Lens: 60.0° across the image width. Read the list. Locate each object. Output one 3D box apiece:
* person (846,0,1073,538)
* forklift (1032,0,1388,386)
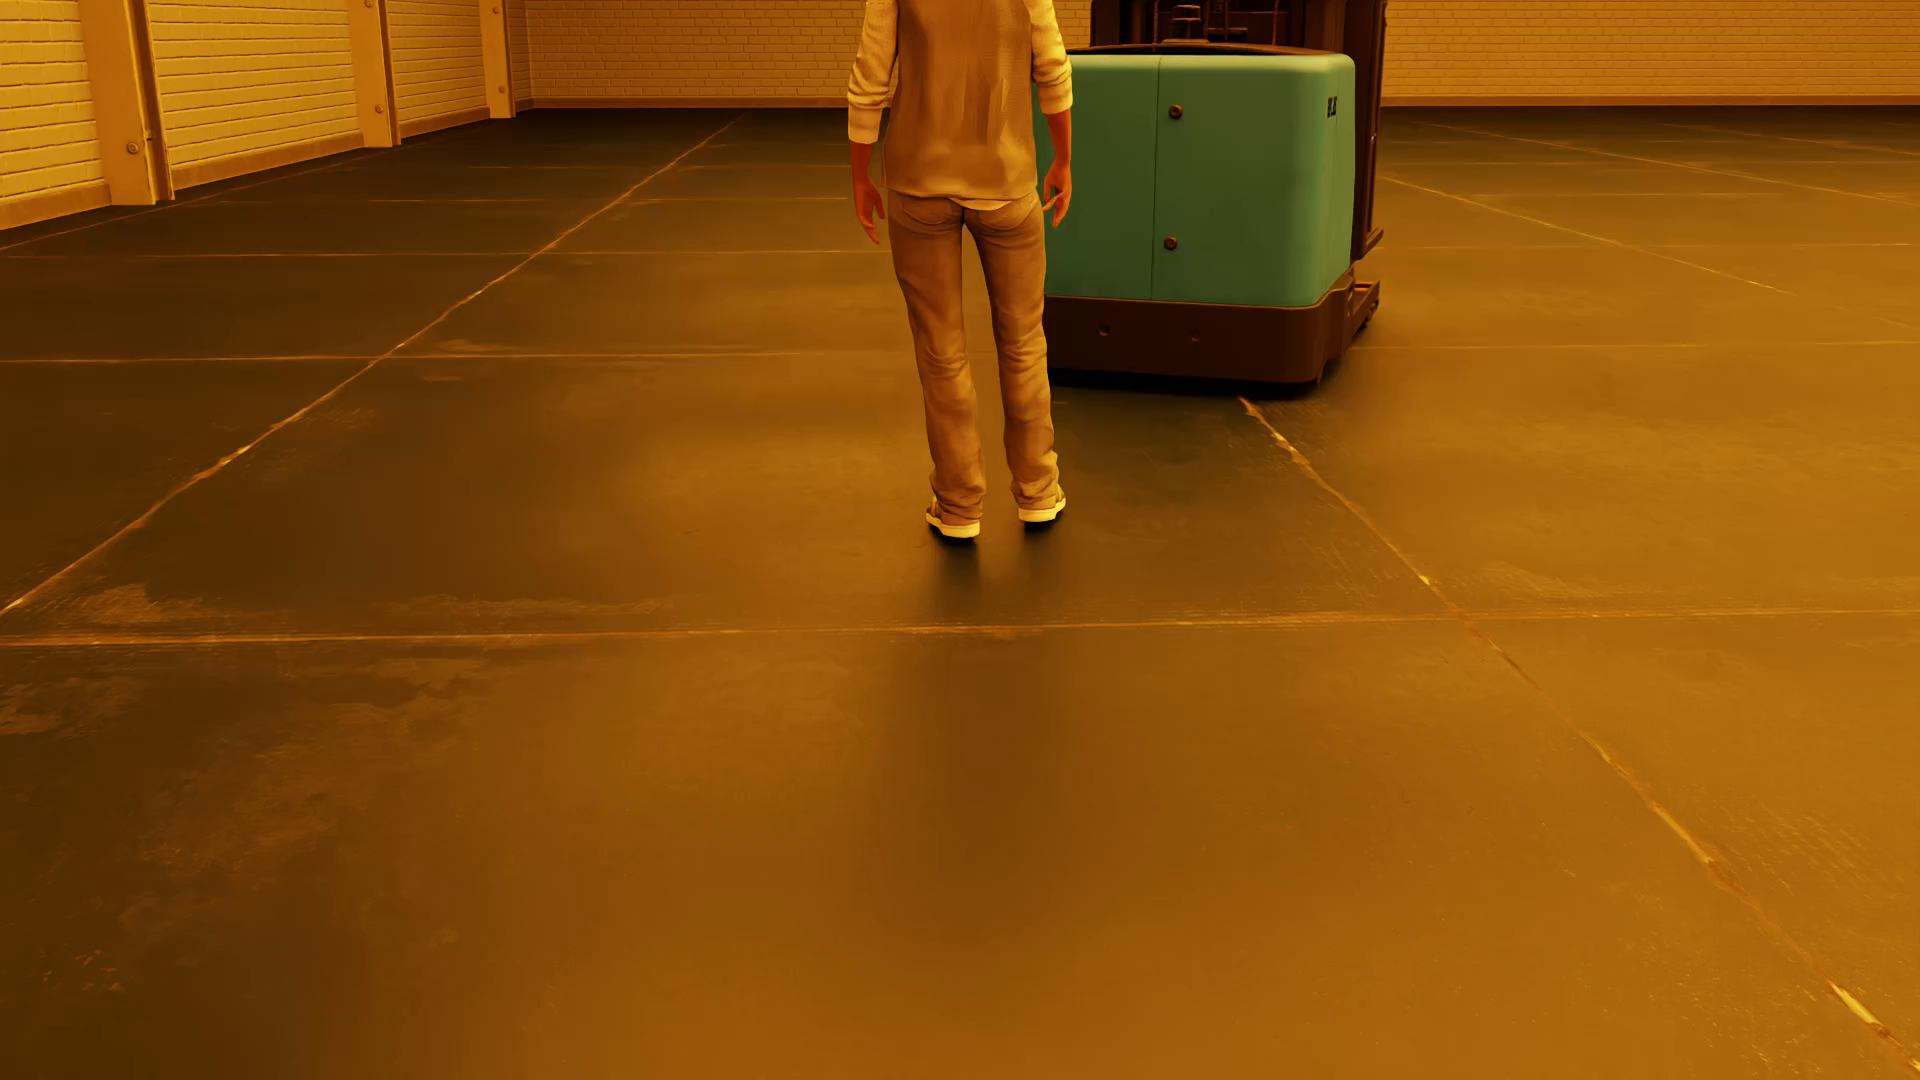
[{"bbox_3d":[0.010,-0.792,3.754,0.521,1.599,0.473,-1,17,-3],"label":"person"},{"bbox_3d":[1.112,-2.293,6.404,1.130,2.935,3.031,6,18,18],"label":"forklift"}]
